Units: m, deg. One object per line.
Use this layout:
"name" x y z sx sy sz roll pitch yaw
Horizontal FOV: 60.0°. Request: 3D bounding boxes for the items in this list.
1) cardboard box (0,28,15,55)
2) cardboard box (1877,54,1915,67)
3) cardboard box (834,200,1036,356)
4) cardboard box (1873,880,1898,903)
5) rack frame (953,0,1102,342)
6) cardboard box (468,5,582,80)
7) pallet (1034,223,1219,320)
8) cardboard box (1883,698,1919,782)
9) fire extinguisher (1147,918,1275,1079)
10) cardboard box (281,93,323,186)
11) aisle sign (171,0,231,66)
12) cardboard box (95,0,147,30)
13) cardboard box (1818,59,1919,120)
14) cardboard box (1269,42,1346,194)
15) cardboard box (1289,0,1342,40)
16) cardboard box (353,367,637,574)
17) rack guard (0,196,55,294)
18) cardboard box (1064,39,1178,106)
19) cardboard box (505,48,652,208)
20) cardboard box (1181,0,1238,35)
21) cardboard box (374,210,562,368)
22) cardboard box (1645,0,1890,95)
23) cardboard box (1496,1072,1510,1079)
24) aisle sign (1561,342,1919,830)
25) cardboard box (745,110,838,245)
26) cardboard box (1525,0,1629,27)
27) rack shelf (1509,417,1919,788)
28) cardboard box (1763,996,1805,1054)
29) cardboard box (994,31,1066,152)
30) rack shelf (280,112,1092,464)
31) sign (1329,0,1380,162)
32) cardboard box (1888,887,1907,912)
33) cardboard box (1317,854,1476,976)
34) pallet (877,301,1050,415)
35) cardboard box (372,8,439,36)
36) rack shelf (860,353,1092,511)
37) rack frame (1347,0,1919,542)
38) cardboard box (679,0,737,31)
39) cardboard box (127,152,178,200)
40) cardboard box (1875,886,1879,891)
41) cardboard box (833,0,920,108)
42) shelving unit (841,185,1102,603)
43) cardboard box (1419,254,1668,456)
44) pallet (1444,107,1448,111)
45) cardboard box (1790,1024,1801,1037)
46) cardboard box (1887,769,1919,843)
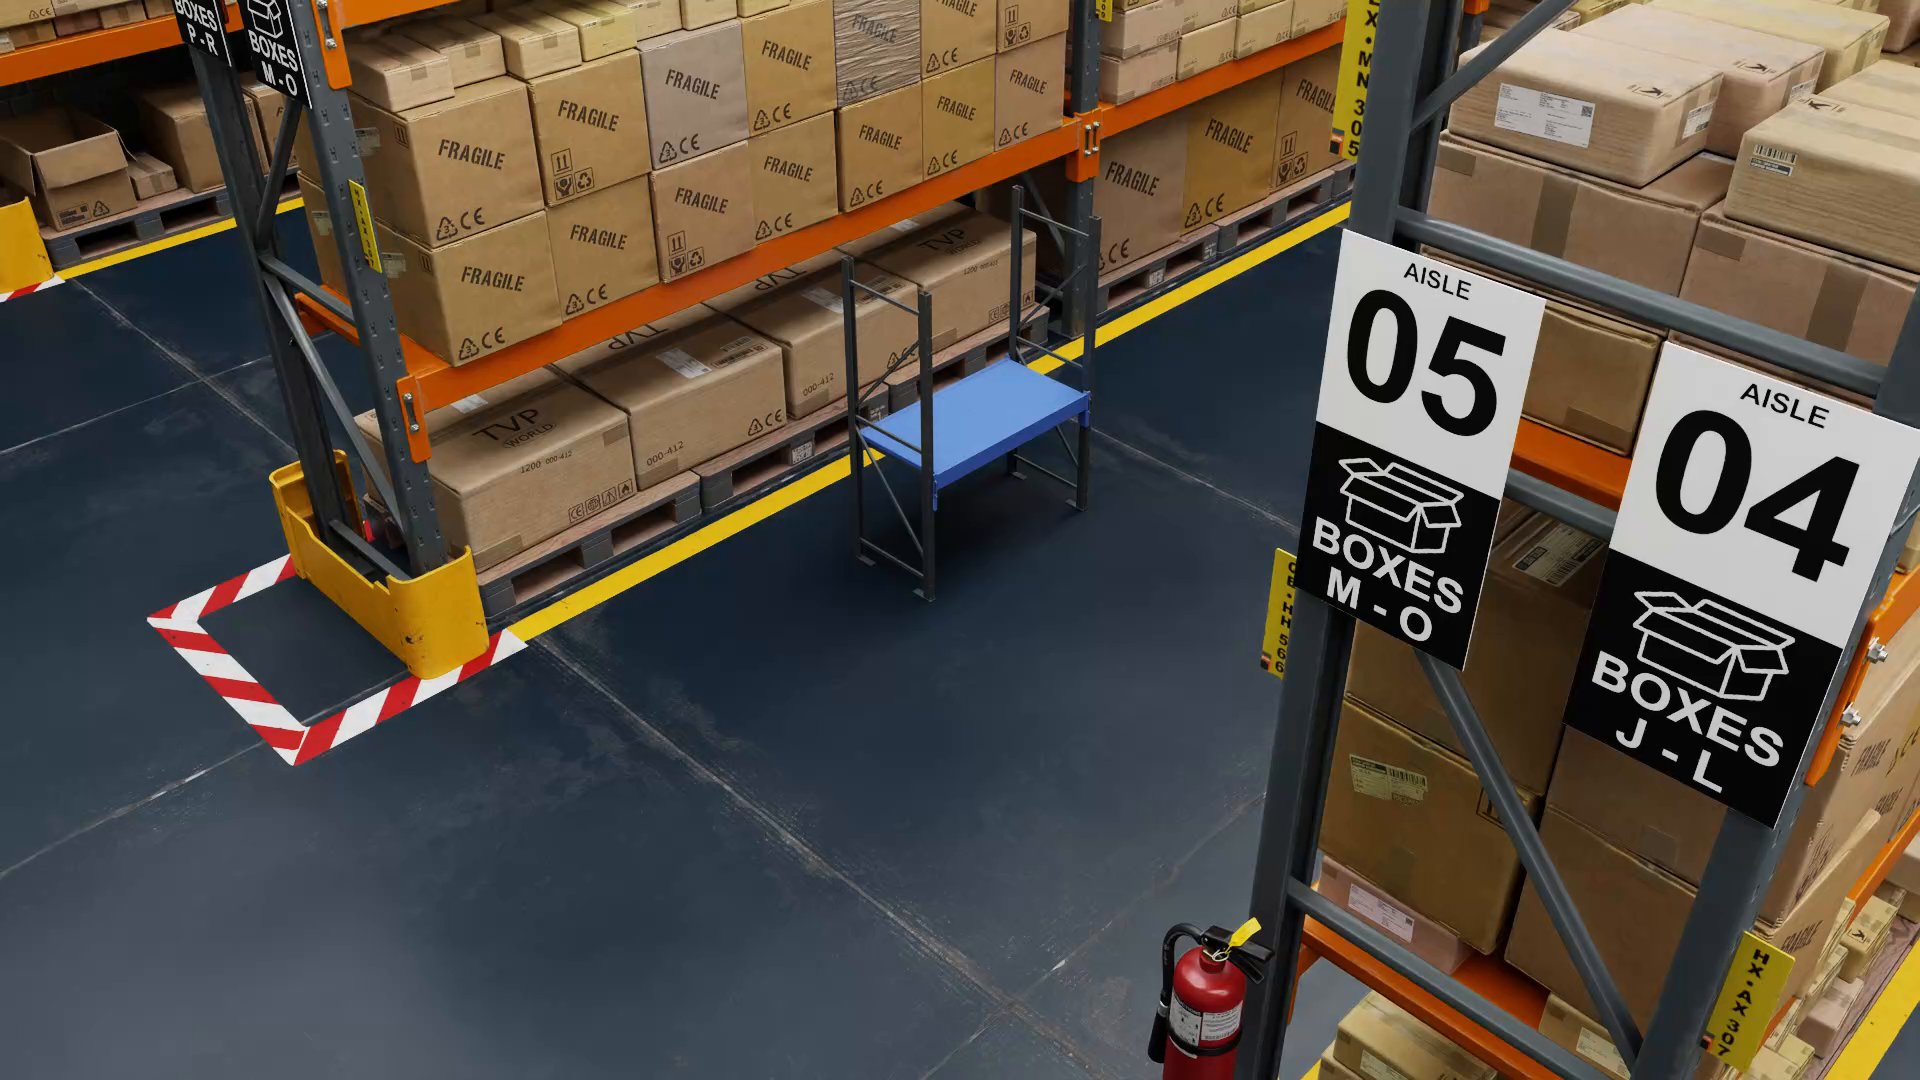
"cardboard box" -5.595 -2.866 9.457 0.380 0.149 0.250 29 44 35
"cardboard box" 1.591 -0.865 3.440 0.500 0.250 0.500 28 44 34
"cardboard box" -0.197 -1.481 9.124 0.875 0.438 0.875 29 44 35
"cardboard box" 2.936 1.019 5.532 0.380 0.149 0.250 27 43 33
"rack frame" 0.322 -2.571 8.814 1.000 3.000 0.127 30 45 35
"cardboard box" -1.651 -1.891 6.311 0.250 0.149 0.380 -28 44 -34
"pallet" 0.812 -1.771 10.105 1.003 0.211 1.213 30 45 35
"cardboard box" 1.943 0.151 3.690 0.500 0.500 0.500 -29 44 -34
"fire extinguisher" 0.582 1.108 3.933 0.296 0.674 0.183 30 45 35
"cardboard box" -2.326 -1.690 6.590 0.500 0.500 0.500 -28 44 -34
"aisle sign" -2.767 -2.109 5.880 0.394 0.787 0.004 30 45 35
"cardboard box" -5.067 -3.187 9.917 0.250 0.149 0.380 -28 44 -34
"cardboard box" 1.669 -0.667 2.807 0.250 0.149 0.380 -28 44 -34
"cardboard box" 1.963 -2.888 10.760 0.875 0.875 0.875 -29 44 -35
"cardboard box" 1.914 -3.193 9.838 0.500 0.250 0.500 29 44 35
"cardboard box" -2.103 -0.377 7.541 0.875 0.438 0.875 28 44 34
"rack guard" -5.968 -1.952 10.112 1.175 0.500 0.348 30 45 35
"cardboard box" 0.819 -2.582 8.961 0.500 0.250 0.500 28 44 34
"cardboard box" -1.597 -1.691 6.591 0.500 0.500 0.500 28 44 34
"cardboard box" 1.179 -3.003 9.127 0.500 0.250 0.500 -29 44 -35
"cardboard box" -1.955 -1.068 6.571 0.500 0.500 0.500 29 44 35
"cardboard box" 1.537 -0.949 3.212 0.380 0.149 0.250 28 44 34
"cardboard box" 1.498 1.364 4.777 0.250 0.149 0.380 -29 44 -35
"aisle sign" 1.249 0.091 2.725 0.394 0.787 0.004 30 45 35
"cardboard box" -0.906 -1.693 7.468 0.500 0.500 0.500 -28 44 -34
"cardboard box" 4.598 -4.123 12.970 0.625 0.372 0.950 -28 44 -34
"rack shelf" 2.496 -0.741 4.196 1.077 0.370 4.000 30 45 35
"cardboard box" 2.191 1.339 4.813 0.380 0.149 0.250 27 43 33
"cardboard box" 0.176 -2.321 8.368 0.500 0.500 0.500 -29 44 -35
"rack shelf" -1.088 -1.464 7.856 1.077 0.370 4.000 30 45 35
"sign" 0.708 -0.819 2.905 0.100 0.325 0.005 30 45 35
"cardboard box" 2.910 1.175 5.567 0.250 0.149 0.380 -29 44 -35
"cardboard box" 1.116 0.863 4.109 0.380 0.149 0.250 30 45 35
"pallet" -0.270 -1.150 9.215 1.003 0.211 1.213 30 45 35
"cardboard box" -2.224 -2.004 6.472 0.250 0.149 0.380 -29 44 -35
"rack shelf" 0.060 -0.502 7.474 0.538 0.185 1.000 30 45 35
"rack frame" 1.087 -1.454 1.968 1.000 3.000 0.127 30 45 35
"cardboard box" -1.126 -2.218 6.779 0.250 0.149 0.380 -29 44 -35
"cardboard box" -5.197 -2.316 10.574 0.380 0.149 0.250 28 43 34
"cardboard box" 2.720 1.001 5.297 0.380 0.149 0.250 30 45 35
"cardboard box" -0.530 -2.306 7.473 0.500 0.500 0.500 -29 44 -35
"shelving unit" 0.060 -0.650 7.371 0.538 1.500 1.048 30 45 35
"cardboard box" 1.220 -0.453 3.287 0.500 0.250 0.500 29 44 34
"pallet" 3.691 -3.368 12.394 1.003 0.211 1.213 30 45 35
"cardboard box" 2.350 1.476 5.137 0.380 0.149 0.250 30 45 35
"cardboard box" 2.313 0.351 4.276 0.500 0.500 0.500 -29 44 -35
